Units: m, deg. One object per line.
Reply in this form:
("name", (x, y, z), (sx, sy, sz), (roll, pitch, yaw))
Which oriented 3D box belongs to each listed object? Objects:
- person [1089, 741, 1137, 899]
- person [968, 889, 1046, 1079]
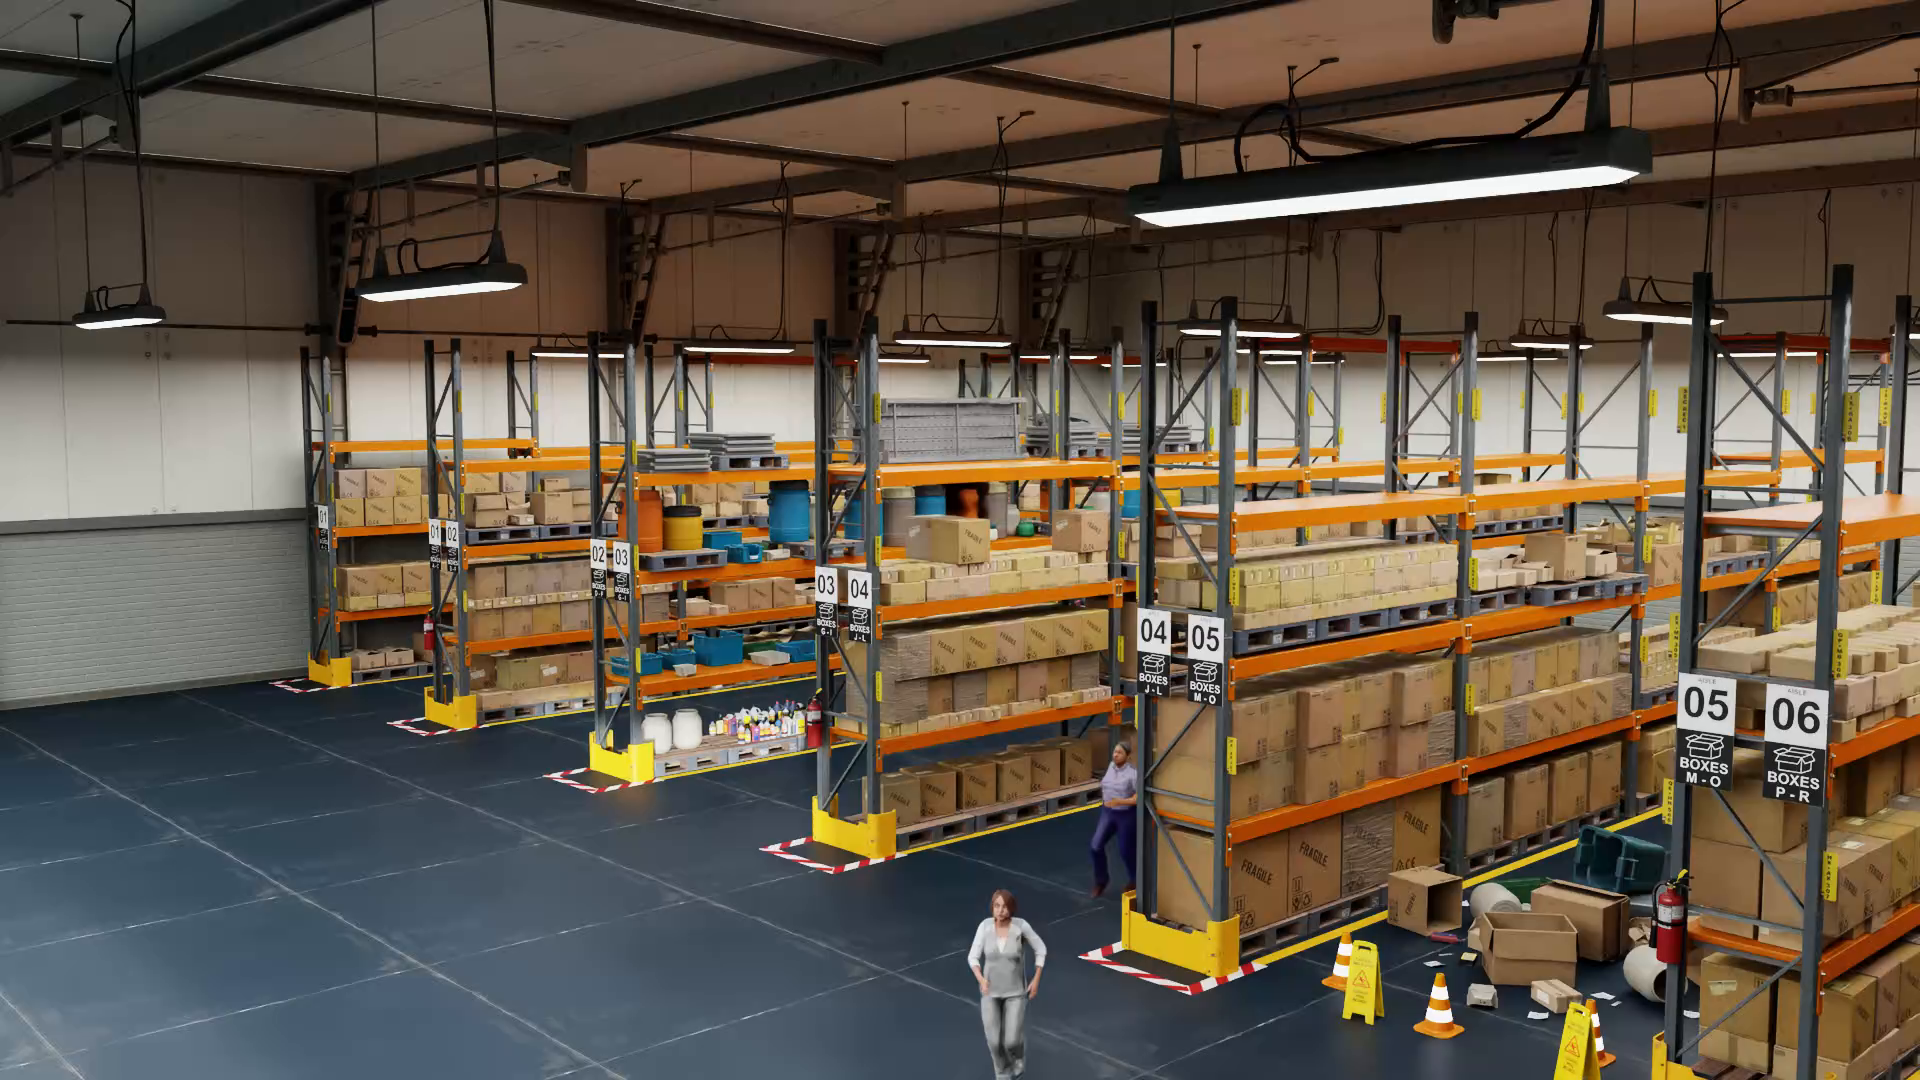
("person", (1.662, 2.884, 17.017), (0.603, 1.673, 0.717), (4, 7, 40))
("person", (0.335, 3.320, 12.166), (0.570, 1.560, 0.562), (1, 5, 9))
